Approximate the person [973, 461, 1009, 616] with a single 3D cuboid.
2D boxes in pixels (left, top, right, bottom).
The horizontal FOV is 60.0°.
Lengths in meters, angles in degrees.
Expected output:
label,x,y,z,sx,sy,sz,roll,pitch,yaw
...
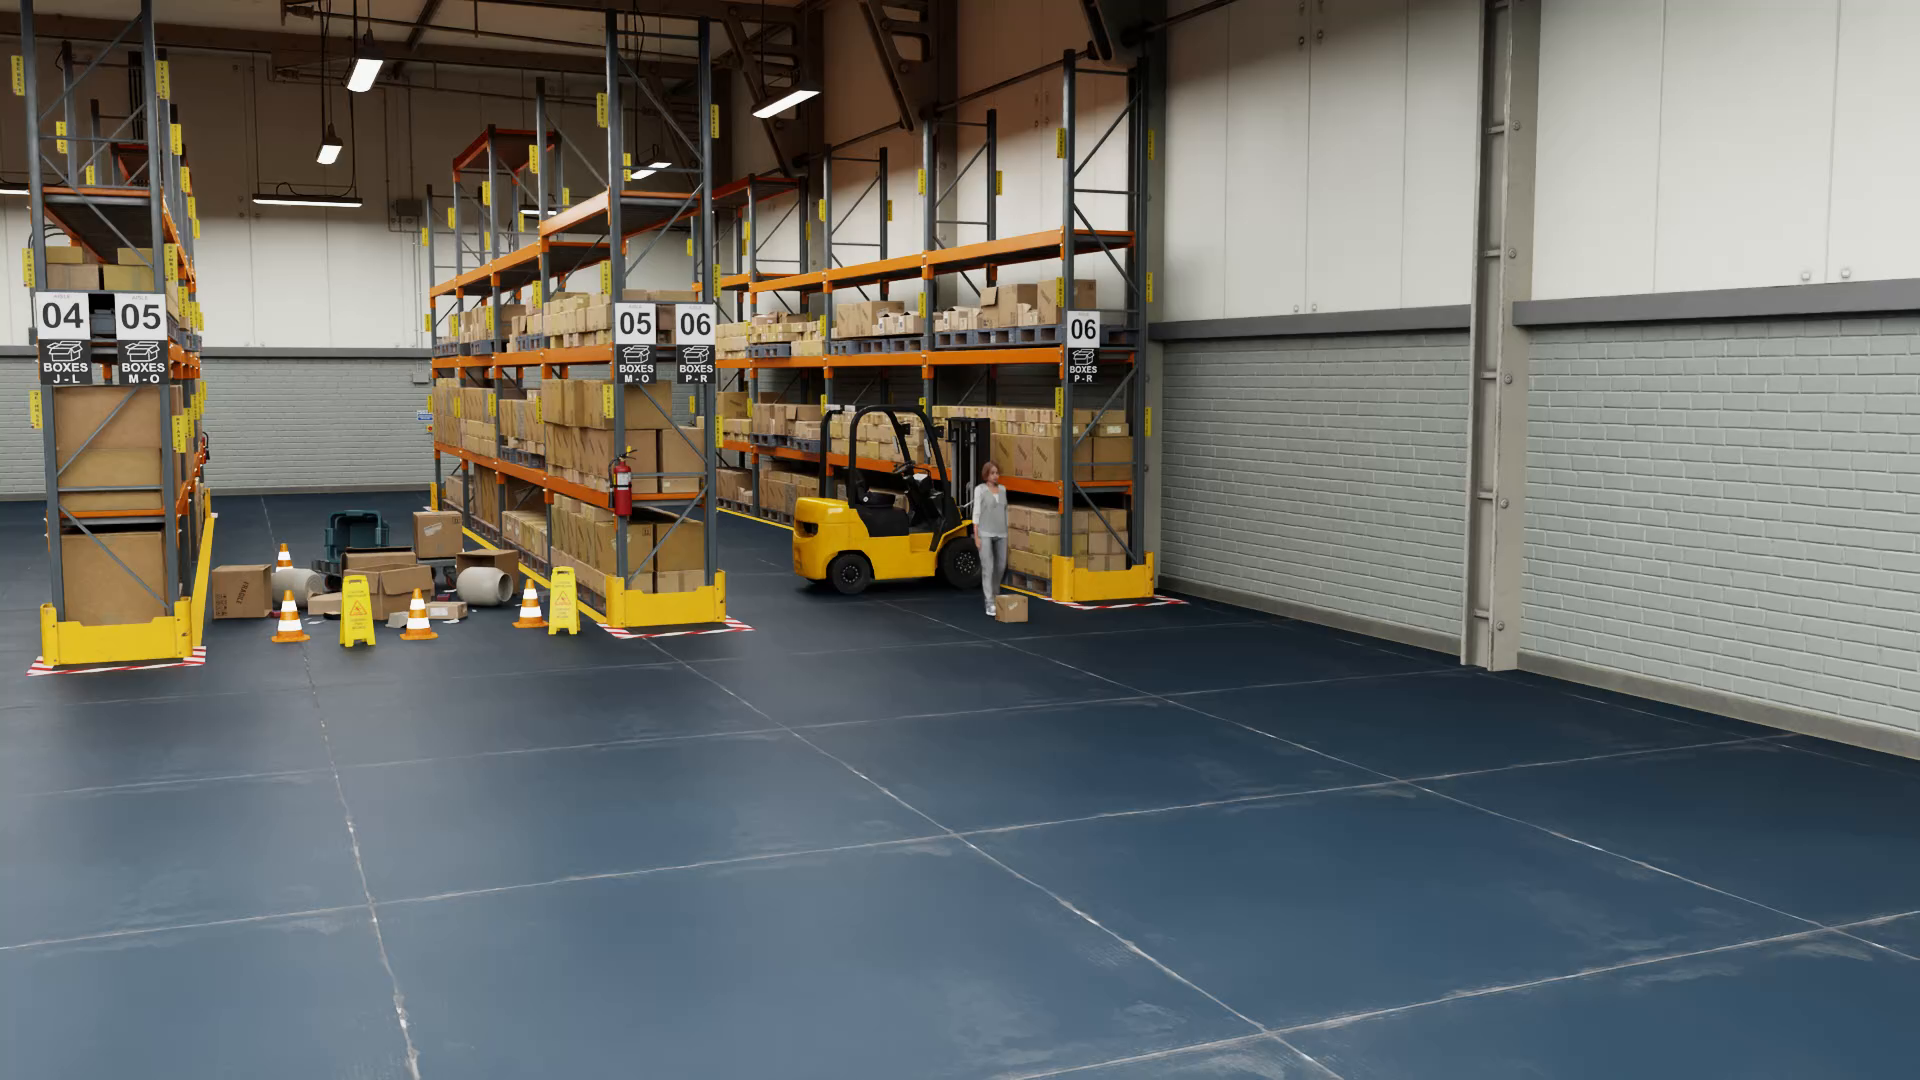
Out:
label,x,y,z,sx,sy,sz,roll,pitch,yaw
person,0.340,-0.012,17.331,0.427,1.617,0.568,-2,6,-23
